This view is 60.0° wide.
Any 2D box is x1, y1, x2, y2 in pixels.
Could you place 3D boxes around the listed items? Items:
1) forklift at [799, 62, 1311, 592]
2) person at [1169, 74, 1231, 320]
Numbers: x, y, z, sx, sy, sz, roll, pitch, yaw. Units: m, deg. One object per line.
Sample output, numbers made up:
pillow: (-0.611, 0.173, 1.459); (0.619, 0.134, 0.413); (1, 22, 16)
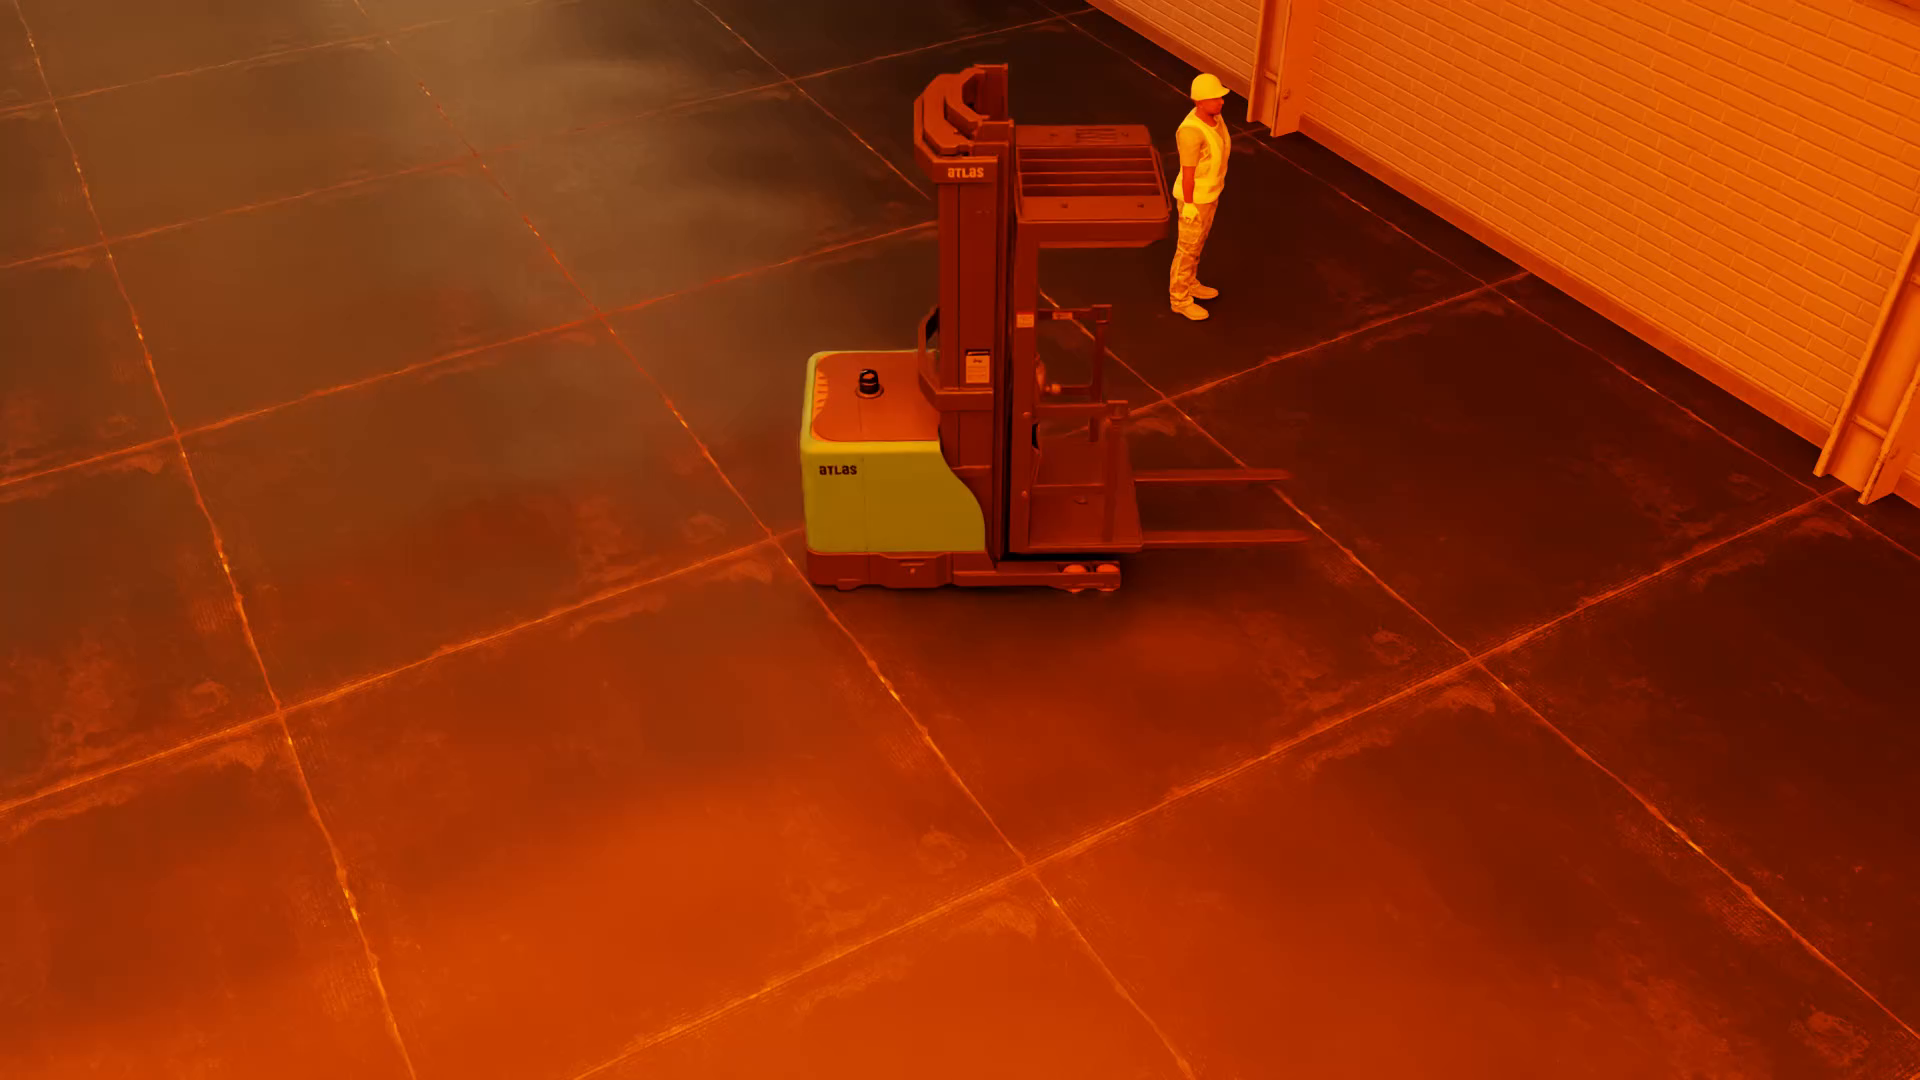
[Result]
forklift: (0.588, -1.157, 9.431); (3.031, 2.935, 1.130); (-1, 40, -1)
person: (1.734, -2.481, 11.925); (0.386, 1.790, 0.538); (14, 42, 17)
